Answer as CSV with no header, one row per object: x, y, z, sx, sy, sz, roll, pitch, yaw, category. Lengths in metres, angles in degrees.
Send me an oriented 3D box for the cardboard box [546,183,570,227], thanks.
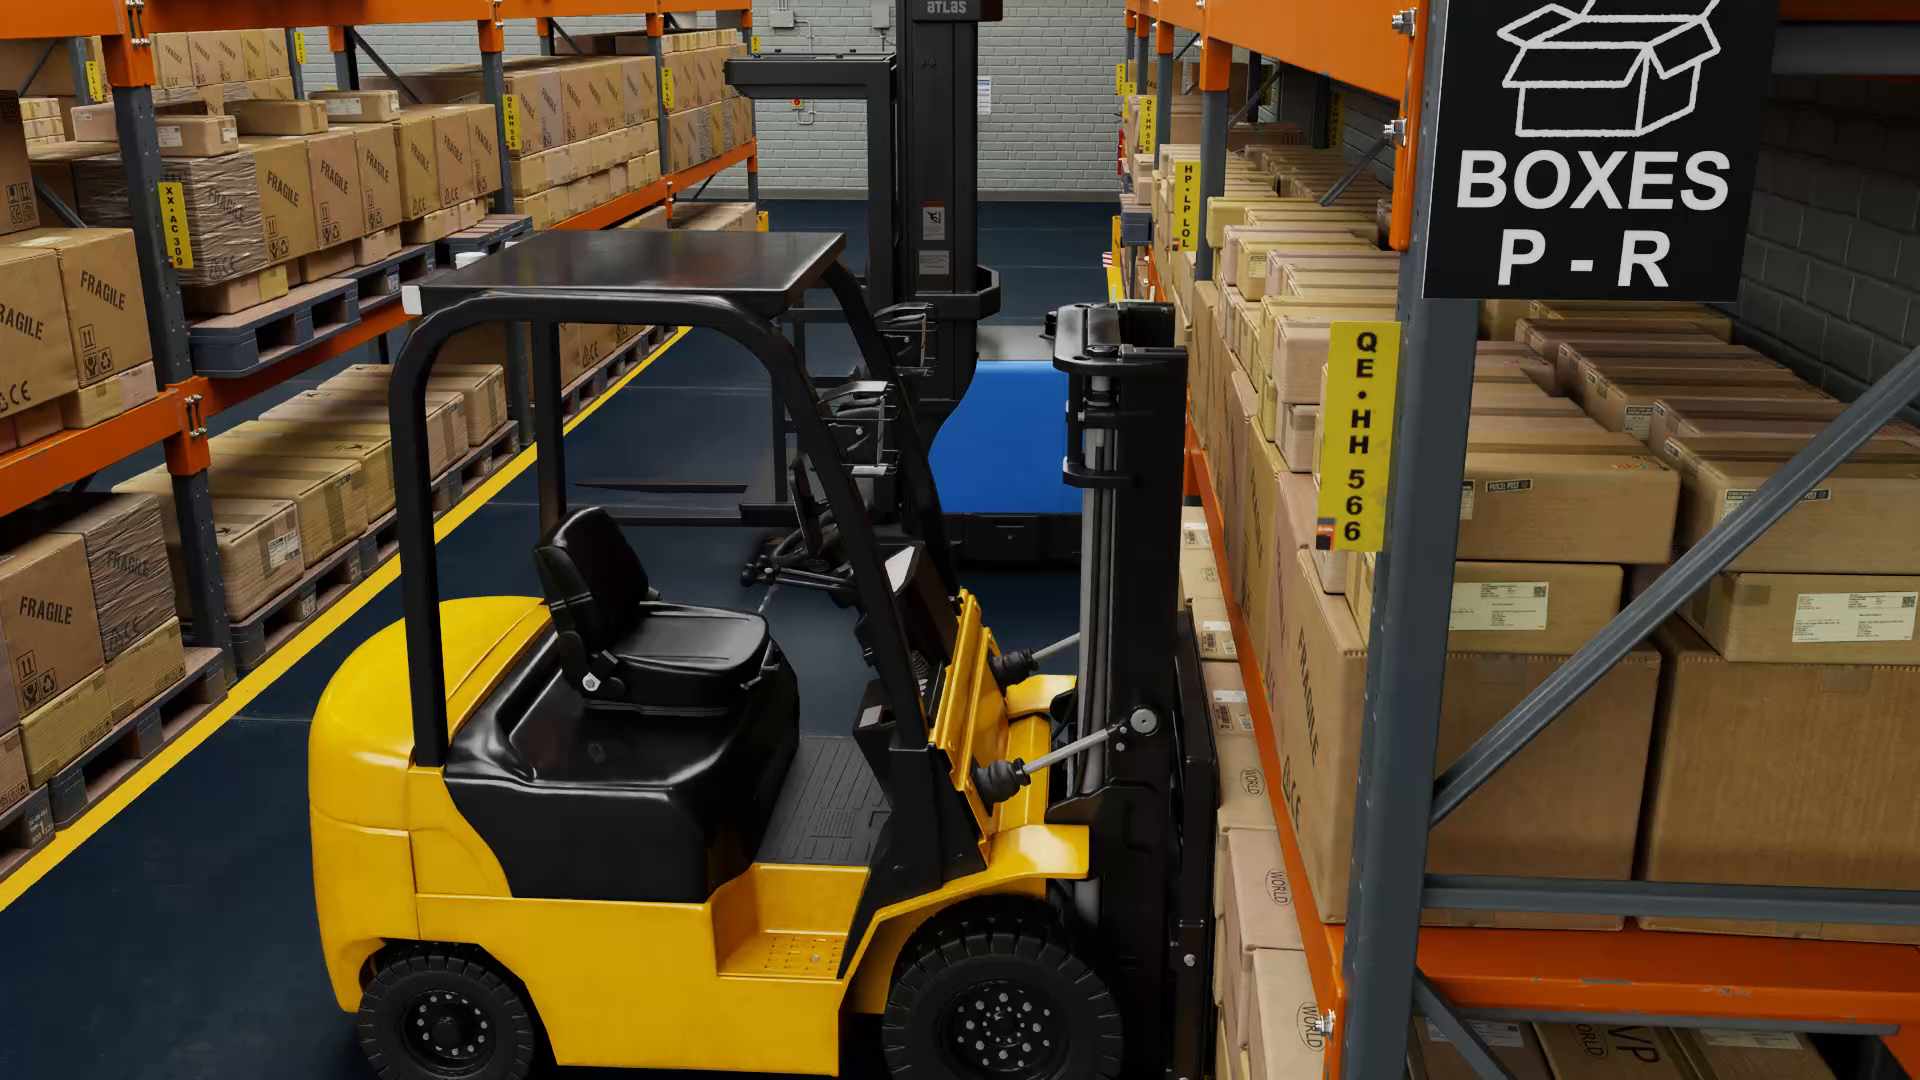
-2.982,-2.289,11.333,0.500,0.250,0.500,1,18,2,cardboard box

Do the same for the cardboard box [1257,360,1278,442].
0.904,-0.329,3.907,0.380,0.149,0.250,1,18,4,cardboard box

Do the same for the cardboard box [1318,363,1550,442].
0.885,-0.232,3.135,0.380,0.149,0.250,2,18,5,cardboard box

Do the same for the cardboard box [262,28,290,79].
-7.443,-5.134,17.531,0.500,0.500,0.500,1,18,3,cardboard box

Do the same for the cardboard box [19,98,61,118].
-7.779,-3.610,13.896,0.380,0.149,0.250,2,18,6,cardboard box

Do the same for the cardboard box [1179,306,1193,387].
1.153,-0.793,6.768,0.500,0.250,0.500,2,18,5,cardboard box

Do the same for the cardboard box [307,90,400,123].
-3.123,-2.237,8.577,0.380,0.149,0.250,0,18,1,cardboard box

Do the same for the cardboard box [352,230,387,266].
-3.098,-1.461,8.294,0.380,0.149,0.250,2,18,6,cardboard box

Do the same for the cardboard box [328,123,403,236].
-3.143,-1.808,8.312,0.500,0.500,0.500,1,18,2,cardboard box

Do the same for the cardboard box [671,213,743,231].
-2.718,-3.029,16.791,0.875,0.438,0.875,2,18,5,cardboard box

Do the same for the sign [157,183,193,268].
-3.032,-1.214,6.420,0.100,0.325,0.005,1,18,4,sign

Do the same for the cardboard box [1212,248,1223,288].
1.092,-0.965,5.849,0.380,0.149,0.250,1,18,3,cardboard box

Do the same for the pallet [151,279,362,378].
-3.374,-0.955,7.328,1.003,0.211,1.213,1,18,4,pallet

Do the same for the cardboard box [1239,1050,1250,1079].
0.814,1.251,3.226,0.500,0.250,0.500,1,18,3,cardboard box

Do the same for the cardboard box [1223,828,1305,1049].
0.843,0.863,3.607,0.500,0.250,0.500,2,18,5,cardboard box

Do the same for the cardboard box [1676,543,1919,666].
1.374,0.085,2.645,0.380,0.149,0.250,1,18,3,cardboard box

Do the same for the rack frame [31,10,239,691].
-3.574,-0.812,6.584,1.000,3.000,0.127,1,18,4,rack frame

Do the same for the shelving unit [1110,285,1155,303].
0.949,-0.765,9.236,0.258,1.200,0.503,1,21,-4,shelving unit

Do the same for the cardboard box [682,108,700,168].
-2.665,-3.640,15.055,0.500,0.500,0.500,1,18,4,cardboard box

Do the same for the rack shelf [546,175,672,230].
-3.144,-2.334,12.383,1.077,0.370,4.000,1,18,4,rack shelf

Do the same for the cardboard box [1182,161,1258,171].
1.343,-1.885,8.655,0.380,0.149,0.250,1,18,5,cardboard box

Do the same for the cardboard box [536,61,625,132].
-2.867,-3.357,12.585,0.500,0.500,0.500,2,18,6,cardboard box

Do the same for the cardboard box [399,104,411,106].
-3.550,-2.308,9.837,0.500,0.500,0.500,1,18,2,cardboard box

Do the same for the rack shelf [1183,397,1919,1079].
1.234,0.261,4.466,1.077,0.370,4.000,1,18,4,rack shelf

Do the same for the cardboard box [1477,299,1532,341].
1.467,-0.536,4.063,0.380,0.149,0.250,1,18,4,cardboard box

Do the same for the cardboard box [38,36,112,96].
-7.669,-4.175,14.602,0.500,0.500,0.500,2,18,5,cardboard box

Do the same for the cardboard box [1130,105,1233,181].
1.600,-2.884,12.073,0.700,0.500,0.500,1,18,4,cardboard box

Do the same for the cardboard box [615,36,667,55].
-2.719,-4.220,14.176,0.380,0.149,0.250,1,18,3,cardboard box

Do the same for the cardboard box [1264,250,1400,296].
1.045,-0.705,4.578,0.380,0.149,0.250,1,18,4,cardboard box

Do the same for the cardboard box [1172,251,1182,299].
1.187,-1.187,7.166,0.500,0.250,0.500,1,18,2,cardboard box

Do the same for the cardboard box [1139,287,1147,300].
1.580,-1.572,12.243,0.500,0.500,0.500,1,18,2,cardboard box

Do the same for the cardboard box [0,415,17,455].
-3.432,-0.352,5.584,0.380,0.149,0.250,1,18,3,cardboard box

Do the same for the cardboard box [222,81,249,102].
-7.502,-4.344,16.725,0.500,0.500,0.500,1,18,4,cardboard box

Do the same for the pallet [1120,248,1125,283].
2.176,-2.833,17.230,1.003,0.211,1.213,1,18,4,pallet

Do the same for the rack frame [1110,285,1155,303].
0.936,-0.855,9.463,0.240,1.200,0.015,1,21,-4,rack frame

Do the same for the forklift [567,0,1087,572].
-0.623,-1.396,8.477,3.031,2.935,1.130,0,18,1,forklift

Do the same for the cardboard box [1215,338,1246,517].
1.029,-0.299,4.856,0.500,0.500,0.500,1,18,3,cardboard box

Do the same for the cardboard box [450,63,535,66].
-3.396,-3.214,12.148,0.500,0.500,0.500,1,18,3,cardboard box

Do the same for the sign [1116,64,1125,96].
1.697,-4.853,17.526,0.100,0.325,0.005,1,18,4,sign

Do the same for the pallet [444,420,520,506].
-3.344,-0.487,10.069,1.003,0.211,1.213,1,18,4,pallet

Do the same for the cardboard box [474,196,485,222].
-3.023,-1.943,9.763,0.380,0.149,0.250,2,18,5,cardboard box

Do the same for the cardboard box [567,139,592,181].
-2.918,-2.688,11.746,0.500,0.250,0.500,1,18,4,cardboard box

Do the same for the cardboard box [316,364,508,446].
-3.337,-0.830,10.184,0.950,0.372,0.625,0,18,0,cardboard box

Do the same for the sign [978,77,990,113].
0.260,-6.207,23.200,0.329,0.494,0.001,1,18,4,sign

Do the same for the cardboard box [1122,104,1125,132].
1.937,-4.365,17.189,0.500,0.250,0.500,1,18,4,cardboard box

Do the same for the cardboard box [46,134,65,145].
-7.776,-3.328,13.992,0.380,0.149,0.250,1,18,3,cardboard box

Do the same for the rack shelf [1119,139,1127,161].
2.094,-3.466,15.840,1.077,0.370,4.000,1,18,4,rack shelf

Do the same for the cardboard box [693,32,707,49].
-2.591,-4.692,15.618,0.380,0.149,0.250,1,18,4,cardboard box

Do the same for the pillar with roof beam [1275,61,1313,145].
-1.394,-6.330,13.790,9.100,9.000,0.400,1,18,4,pillar with roof beam

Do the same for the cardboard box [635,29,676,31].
-3.096,-5.105,16.876,0.380,0.149,0.250,2,18,6,cardboard box

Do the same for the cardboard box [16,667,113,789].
-3.376,0.650,5.863,0.500,0.250,0.500,1,18,2,cardboard box

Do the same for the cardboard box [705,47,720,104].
-2.595,-4.434,15.871,0.500,0.500,0.500,1,18,4,cardboard box

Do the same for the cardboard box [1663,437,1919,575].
1.328,-0.057,2.599,0.380,0.149,0.250,1,18,3,cardboard box

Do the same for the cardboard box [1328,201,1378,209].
1.707,-1.322,6.939,0.380,0.149,0.250,1,18,4,cardboard box

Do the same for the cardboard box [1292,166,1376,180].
1.877,-1.796,8.383,0.380,0.149,0.250,1,18,3,cardboard box

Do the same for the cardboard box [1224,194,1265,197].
1.138,-1.409,7.204,0.380,0.149,0.250,1,18,2,cardboard box
